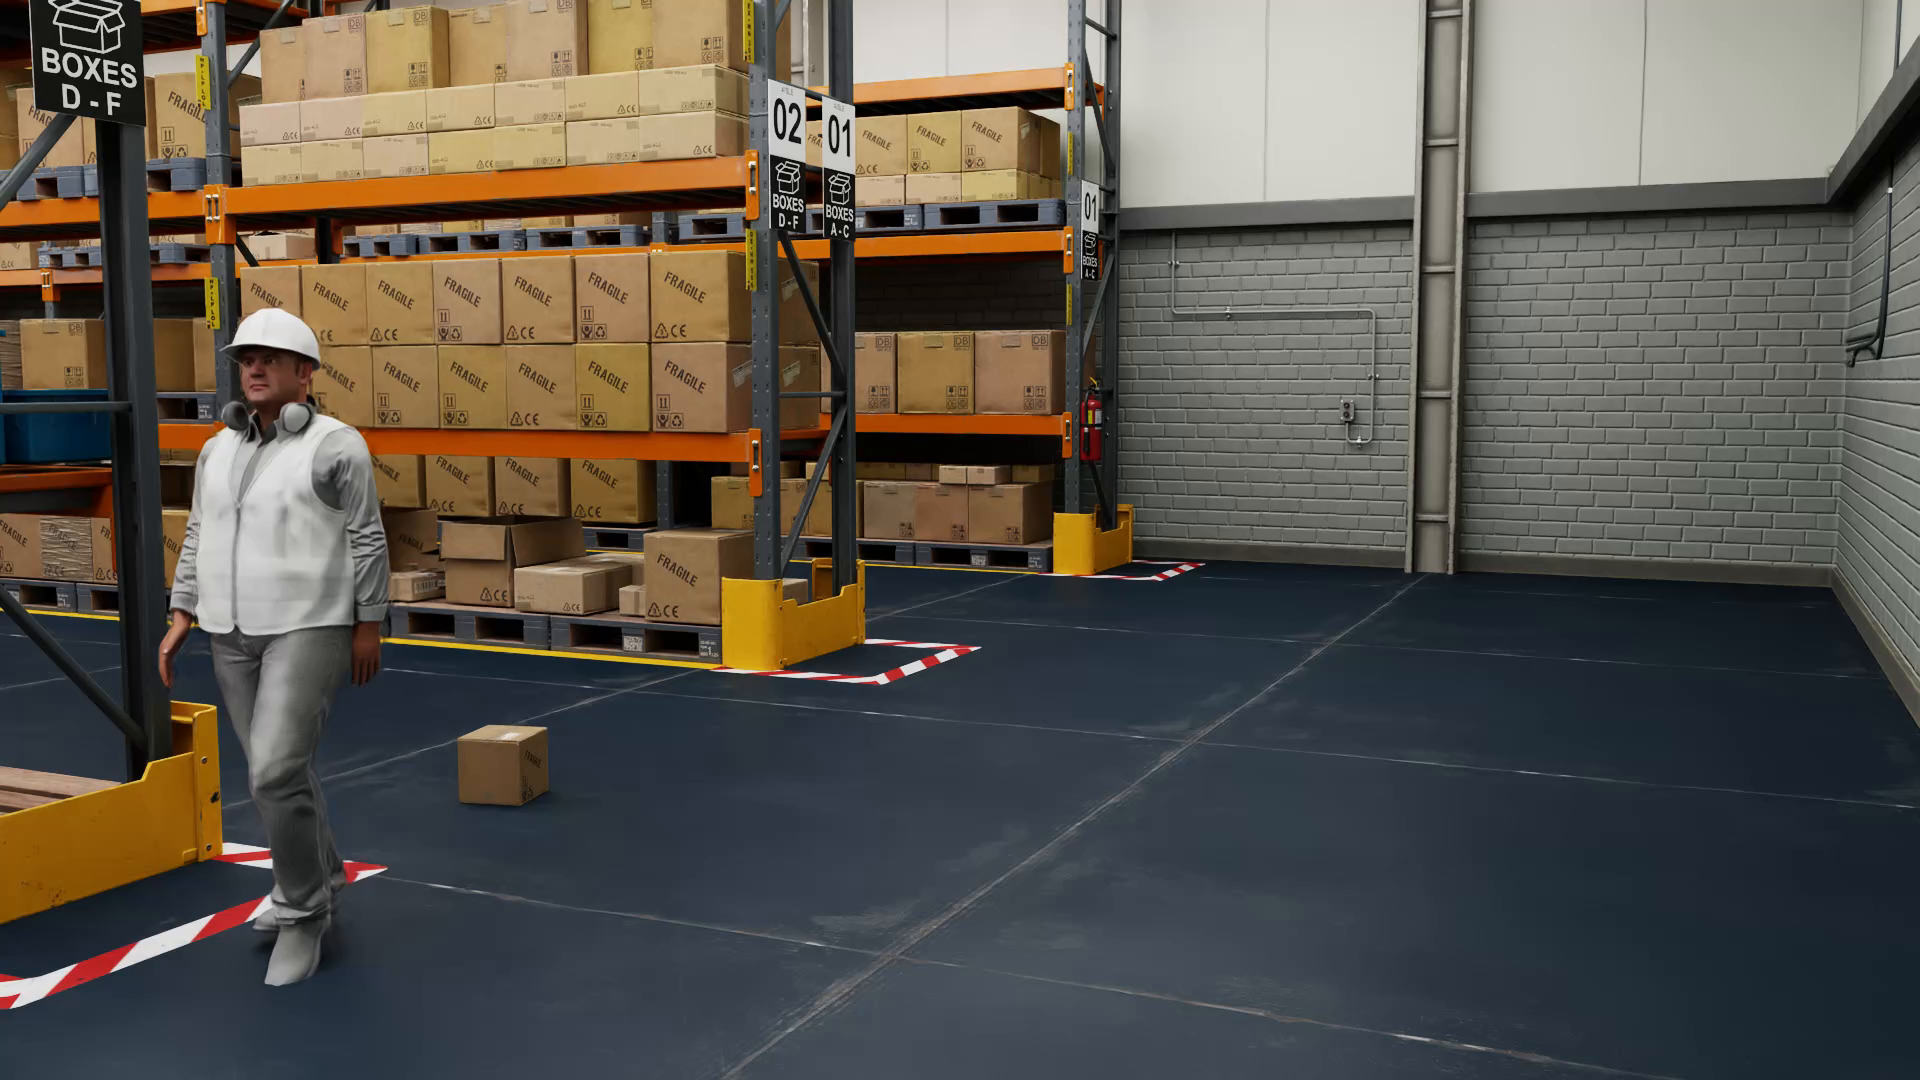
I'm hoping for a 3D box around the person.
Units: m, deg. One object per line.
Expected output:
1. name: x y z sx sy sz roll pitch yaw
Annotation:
1. person: -1.896 0.281 4.609 0.552 1.836 0.541 2 6 16
